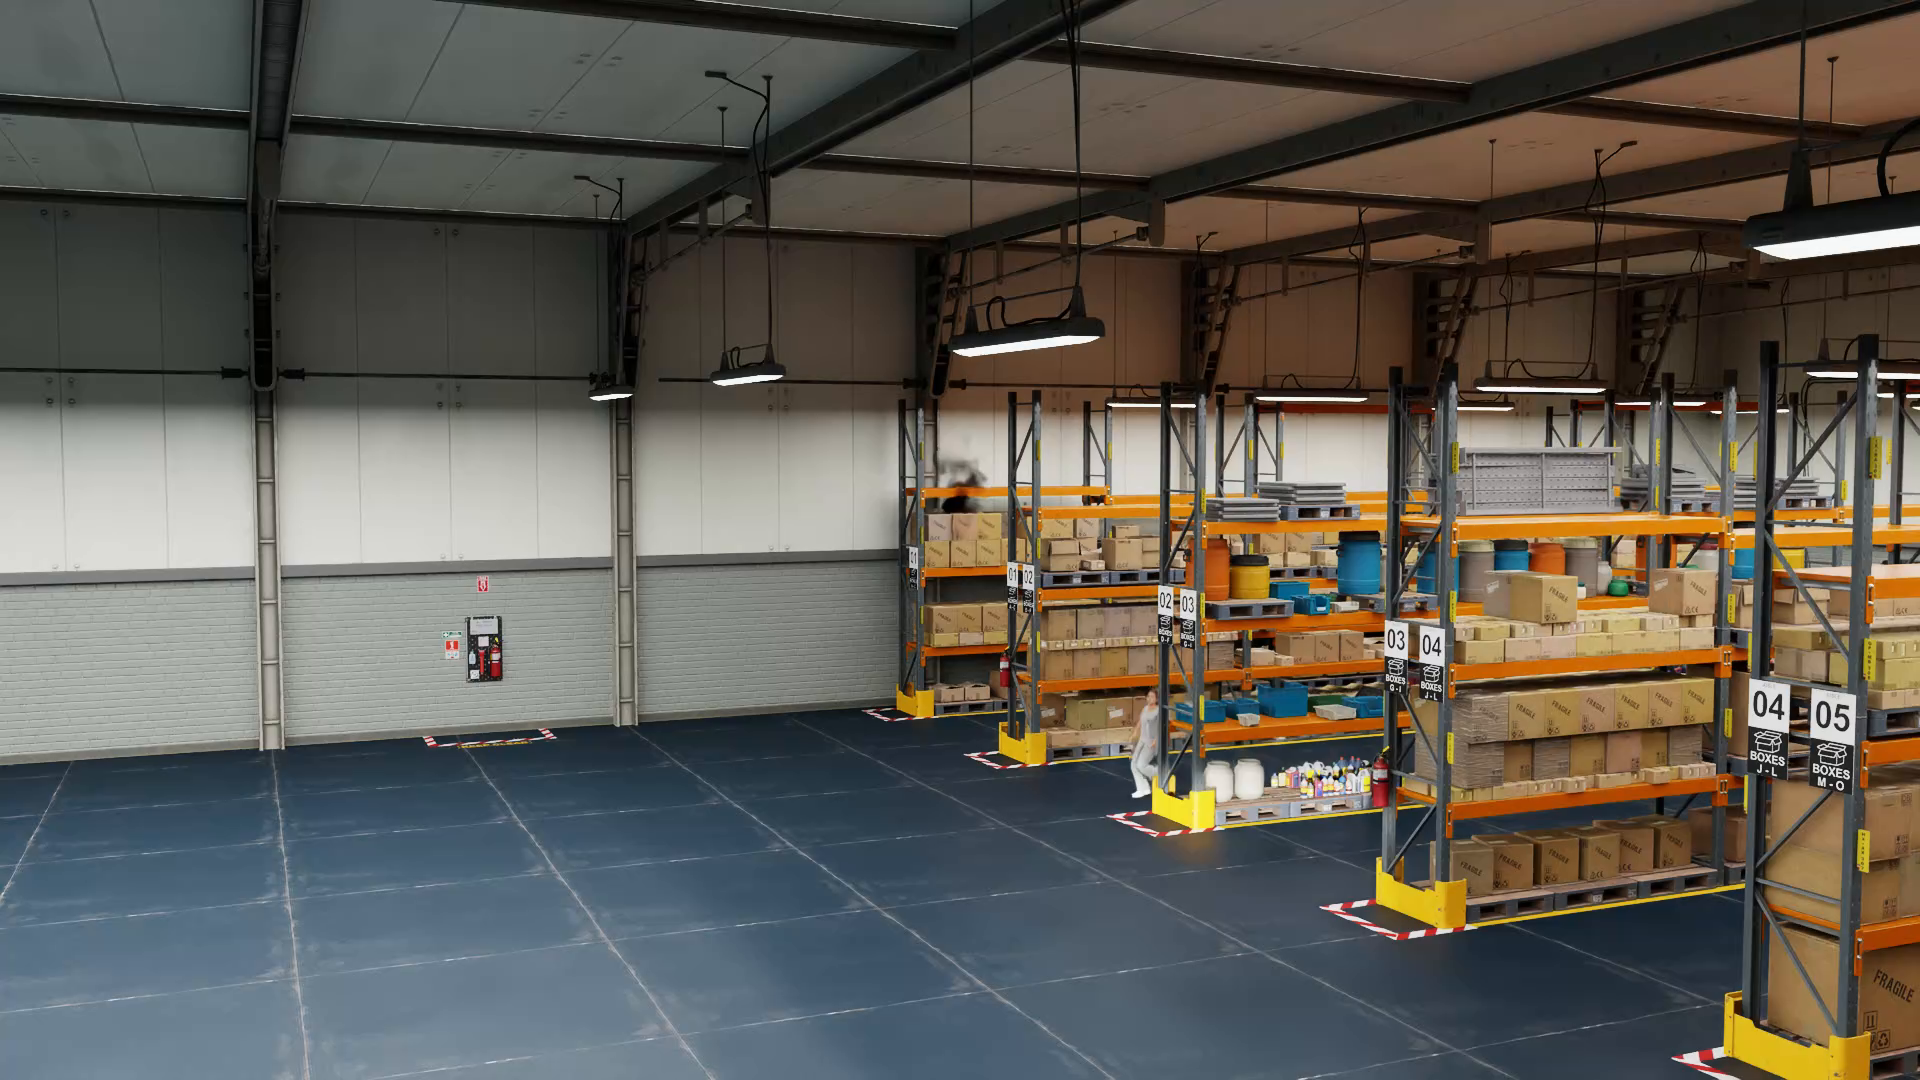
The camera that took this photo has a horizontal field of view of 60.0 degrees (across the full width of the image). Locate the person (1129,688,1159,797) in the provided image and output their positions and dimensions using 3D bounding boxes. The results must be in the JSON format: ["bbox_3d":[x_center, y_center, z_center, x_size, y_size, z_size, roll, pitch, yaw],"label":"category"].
[{"bbox_3d":[2.781,2.957,24.179,0.554,1.627,0.609,-2,4,-33],"label":"person"}]
